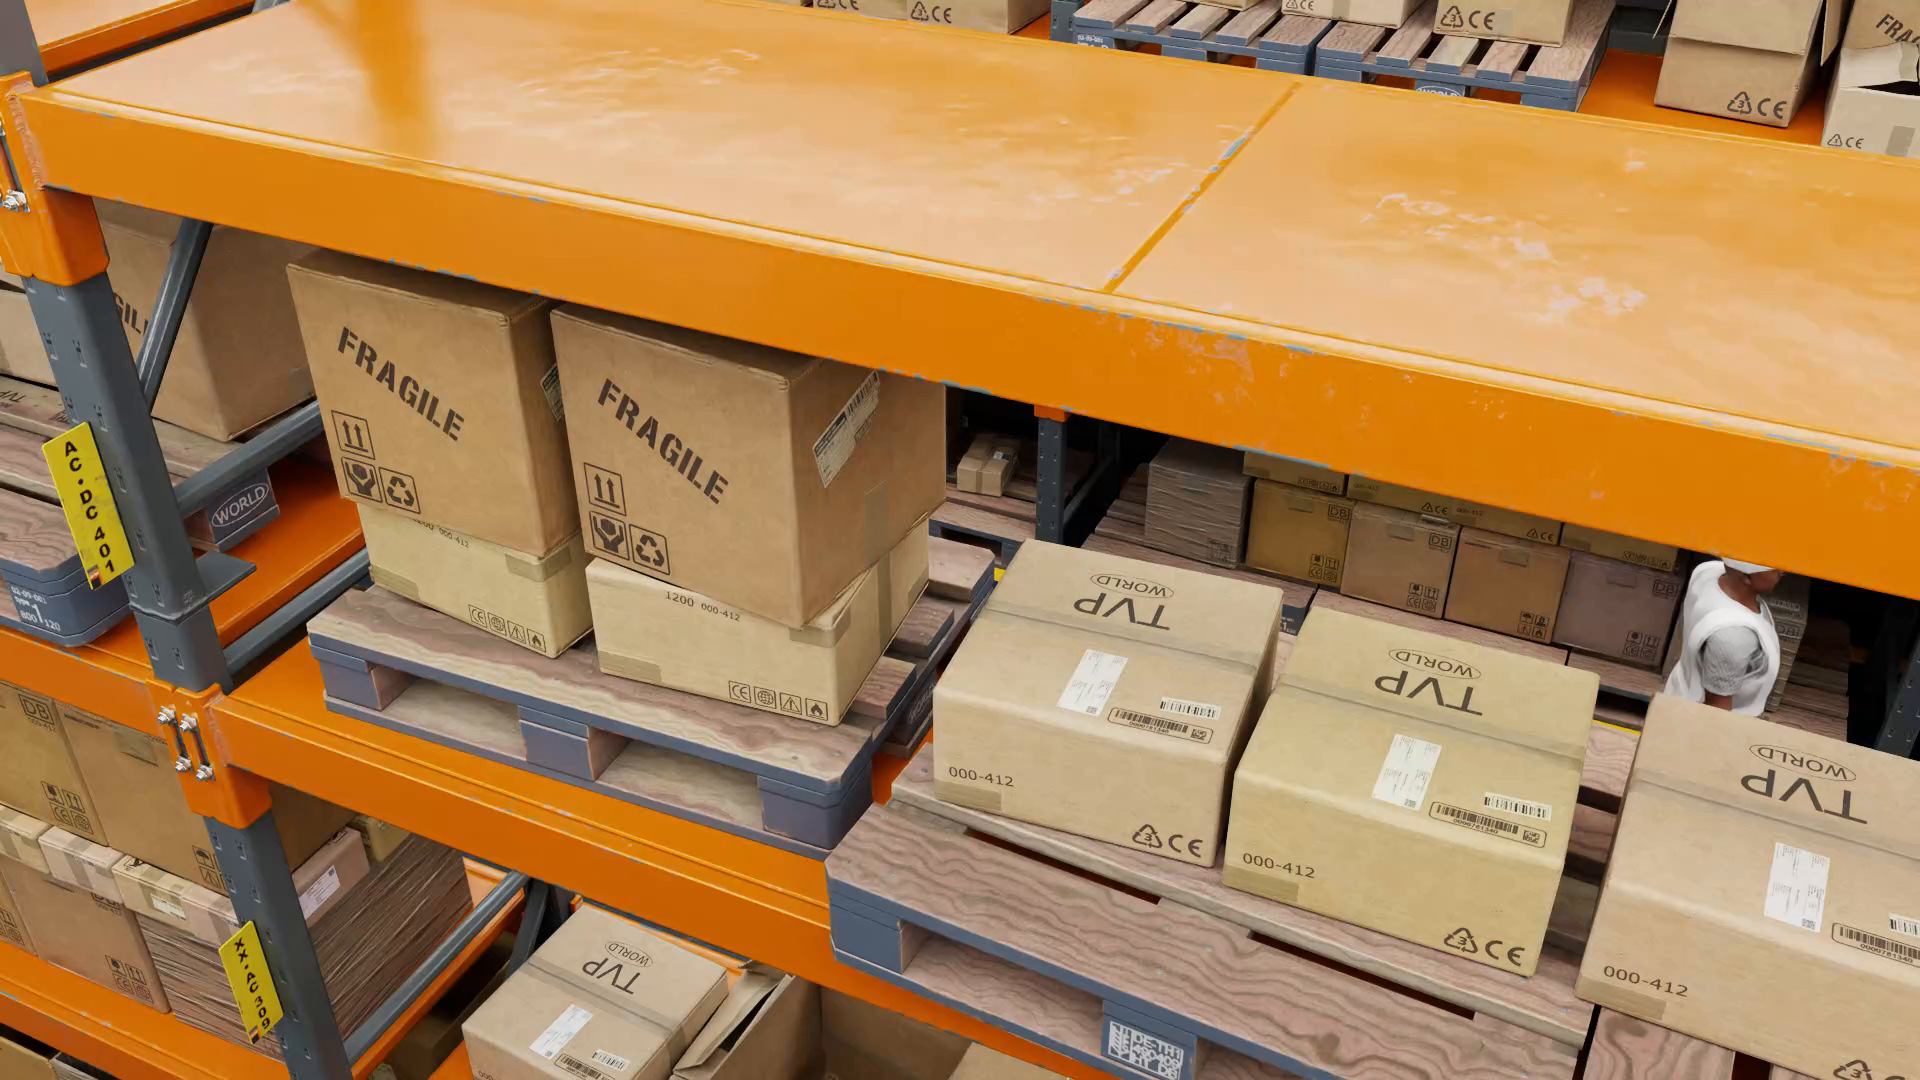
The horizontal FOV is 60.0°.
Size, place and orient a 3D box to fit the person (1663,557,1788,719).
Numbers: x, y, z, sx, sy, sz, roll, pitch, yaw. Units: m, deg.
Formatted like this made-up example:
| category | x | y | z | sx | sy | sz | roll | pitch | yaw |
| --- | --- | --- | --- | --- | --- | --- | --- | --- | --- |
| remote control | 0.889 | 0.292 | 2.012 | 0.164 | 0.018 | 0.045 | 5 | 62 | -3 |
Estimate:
| category | x | y | z | sx | sy | sz | roll | pitch | yaw |
| --- | --- | --- | --- | --- | --- | --- | --- | --- | --- |
| person | 2.922 | 0.701 | 6.396 | 0.456 | 1.812 | 0.594 | 8 | 34 | 11 |
